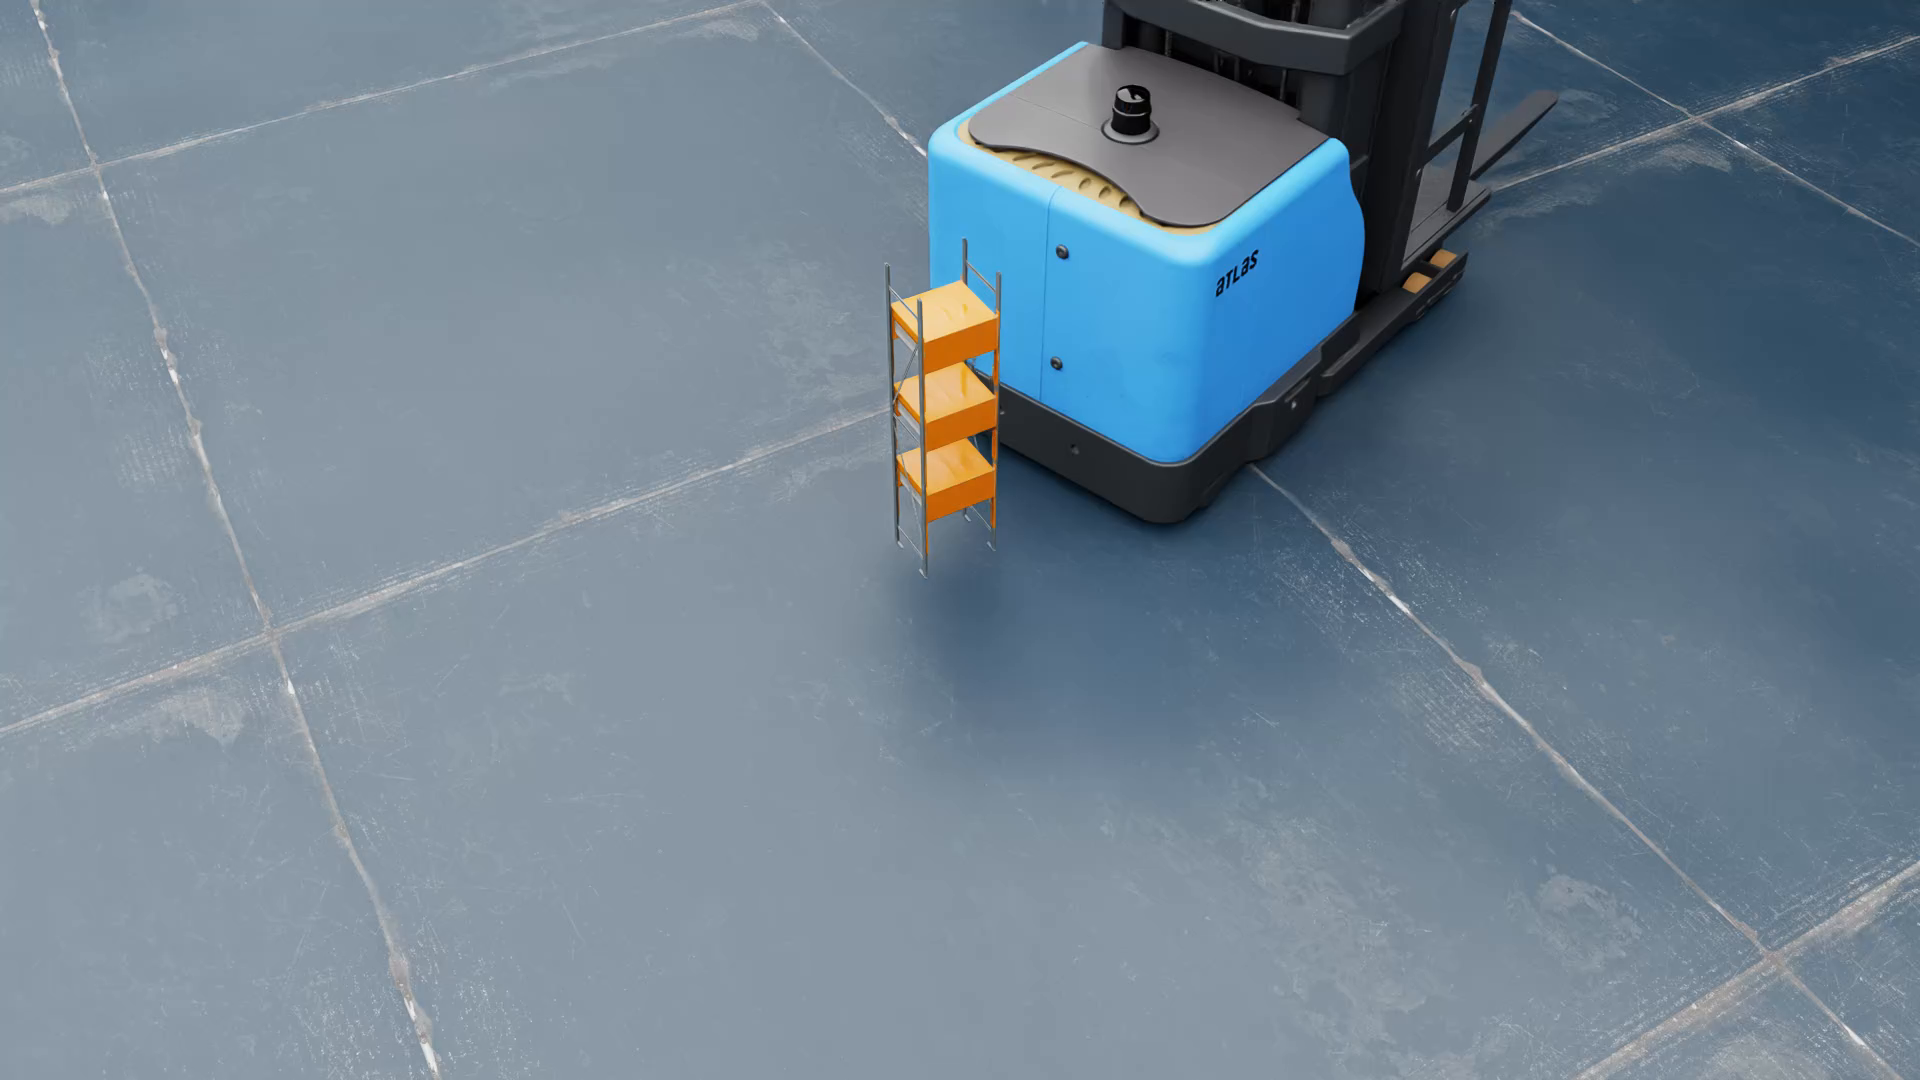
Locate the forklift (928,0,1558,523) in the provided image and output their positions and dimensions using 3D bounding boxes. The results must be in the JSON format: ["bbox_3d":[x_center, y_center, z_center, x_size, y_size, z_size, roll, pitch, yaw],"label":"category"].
[{"bbox_3d":[1.222,-2.063,5.271,1.130,2.935,3.031,30,52,28],"label":"forklift"}]

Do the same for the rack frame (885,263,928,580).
[{"bbox_3d":[-0.152,-0.316,4.822,0.008,1.050,0.200,-22,48,-21],"label":"rack frame"}]

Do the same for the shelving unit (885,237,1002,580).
[{"bbox_3d":[-0.046,-0.358,4.865,0.252,1.050,0.215,-22,48,-21],"label":"shelving unit"}]

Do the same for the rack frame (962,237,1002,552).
[{"bbox_3d":[0.059,-0.401,4.909,0.008,1.050,0.200,-22,48,-21],"label":"rack frame"}]

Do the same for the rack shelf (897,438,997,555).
[{"bbox_3d":[-0.046,-0.151,5.066,0.240,0.259,0.215,-22,48,-21],"label":"rack shelf"}]

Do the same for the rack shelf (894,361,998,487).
[{"bbox_3d":[-0.046,-0.351,4.873,0.240,0.259,0.215,-22,48,-21],"label":"rack shelf"}]

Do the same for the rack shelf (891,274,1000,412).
[{"bbox_3d":[-0.046,-0.554,4.675,0.240,0.259,0.215,-22,48,-21],"label":"rack shelf"}]
